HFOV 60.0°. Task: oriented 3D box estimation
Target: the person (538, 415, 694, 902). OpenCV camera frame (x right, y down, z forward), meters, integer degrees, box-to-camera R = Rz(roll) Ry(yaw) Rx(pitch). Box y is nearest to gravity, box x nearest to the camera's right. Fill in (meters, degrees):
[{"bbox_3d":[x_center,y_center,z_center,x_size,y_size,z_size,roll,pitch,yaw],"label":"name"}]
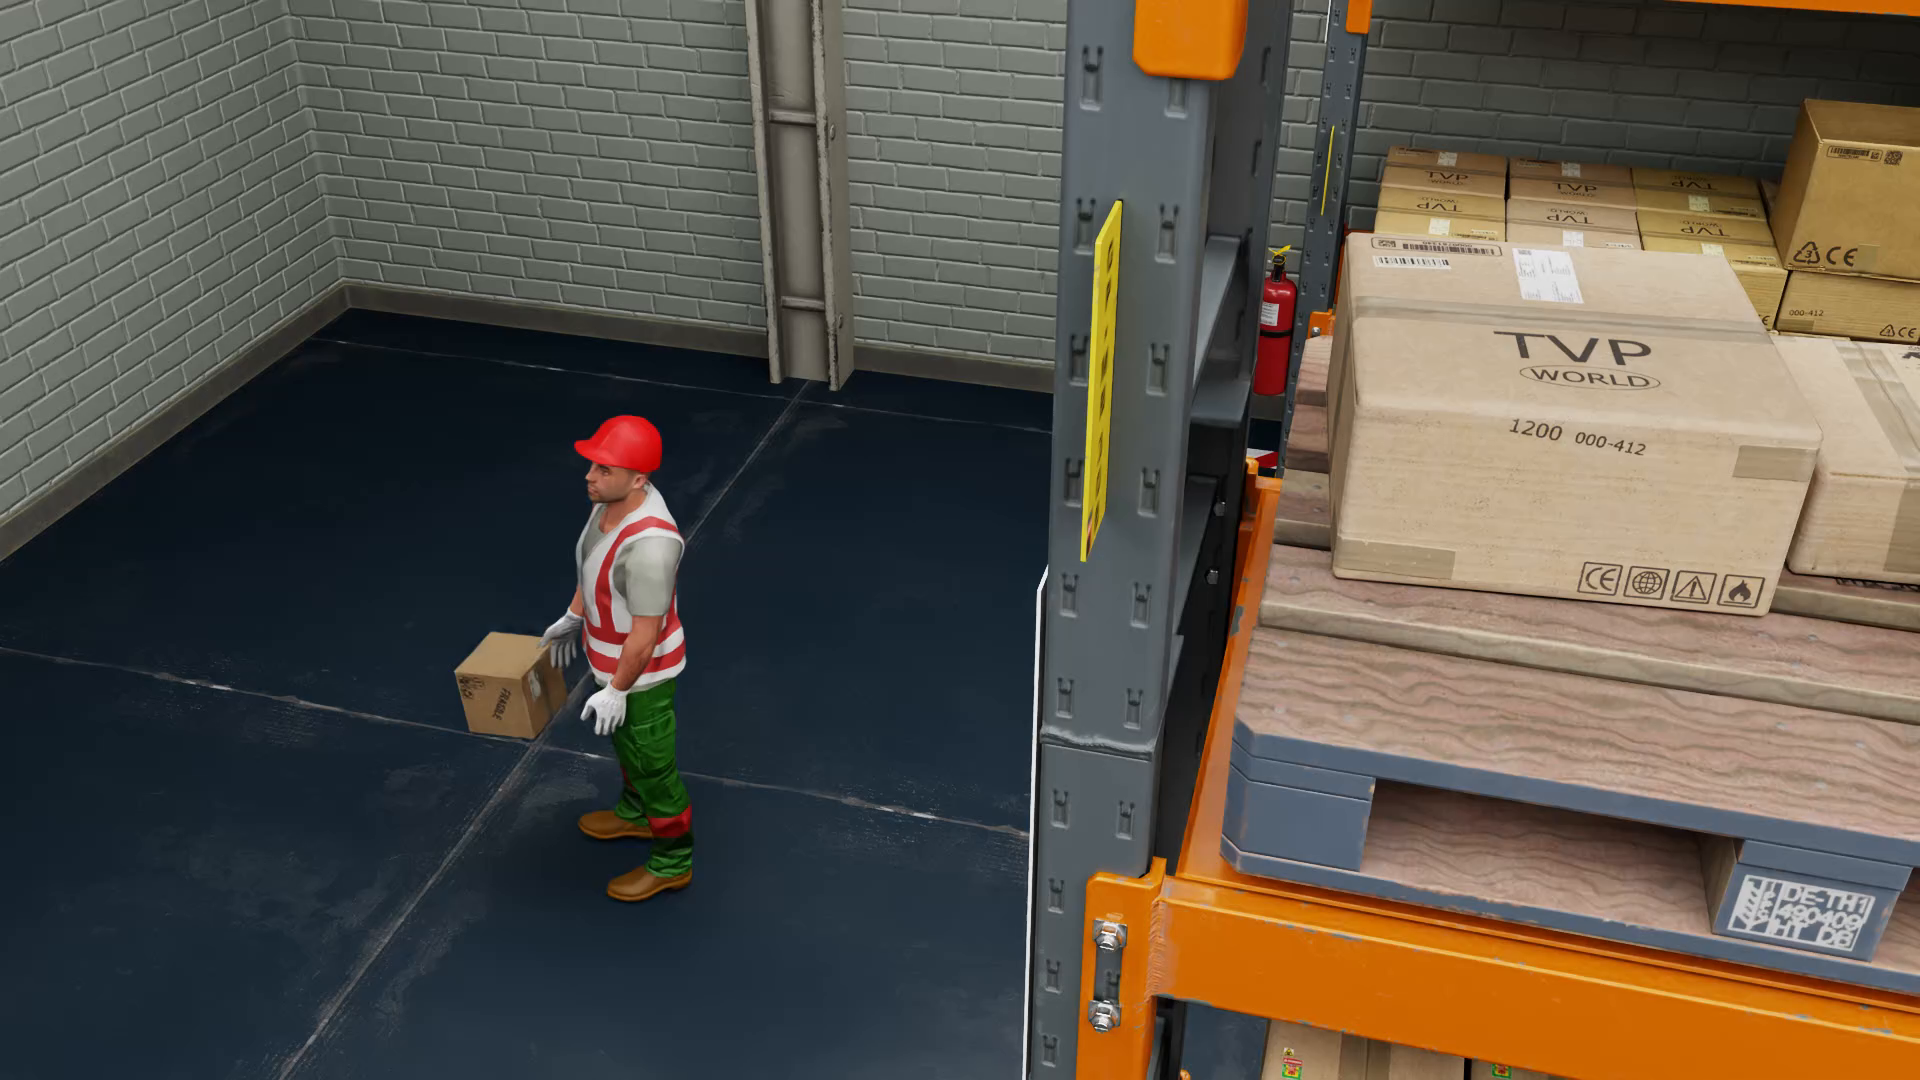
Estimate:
[{"bbox_3d":[-1.122,0.397,5.463,0.450,1.795,0.586,-13,35,-19],"label":"person"}]
